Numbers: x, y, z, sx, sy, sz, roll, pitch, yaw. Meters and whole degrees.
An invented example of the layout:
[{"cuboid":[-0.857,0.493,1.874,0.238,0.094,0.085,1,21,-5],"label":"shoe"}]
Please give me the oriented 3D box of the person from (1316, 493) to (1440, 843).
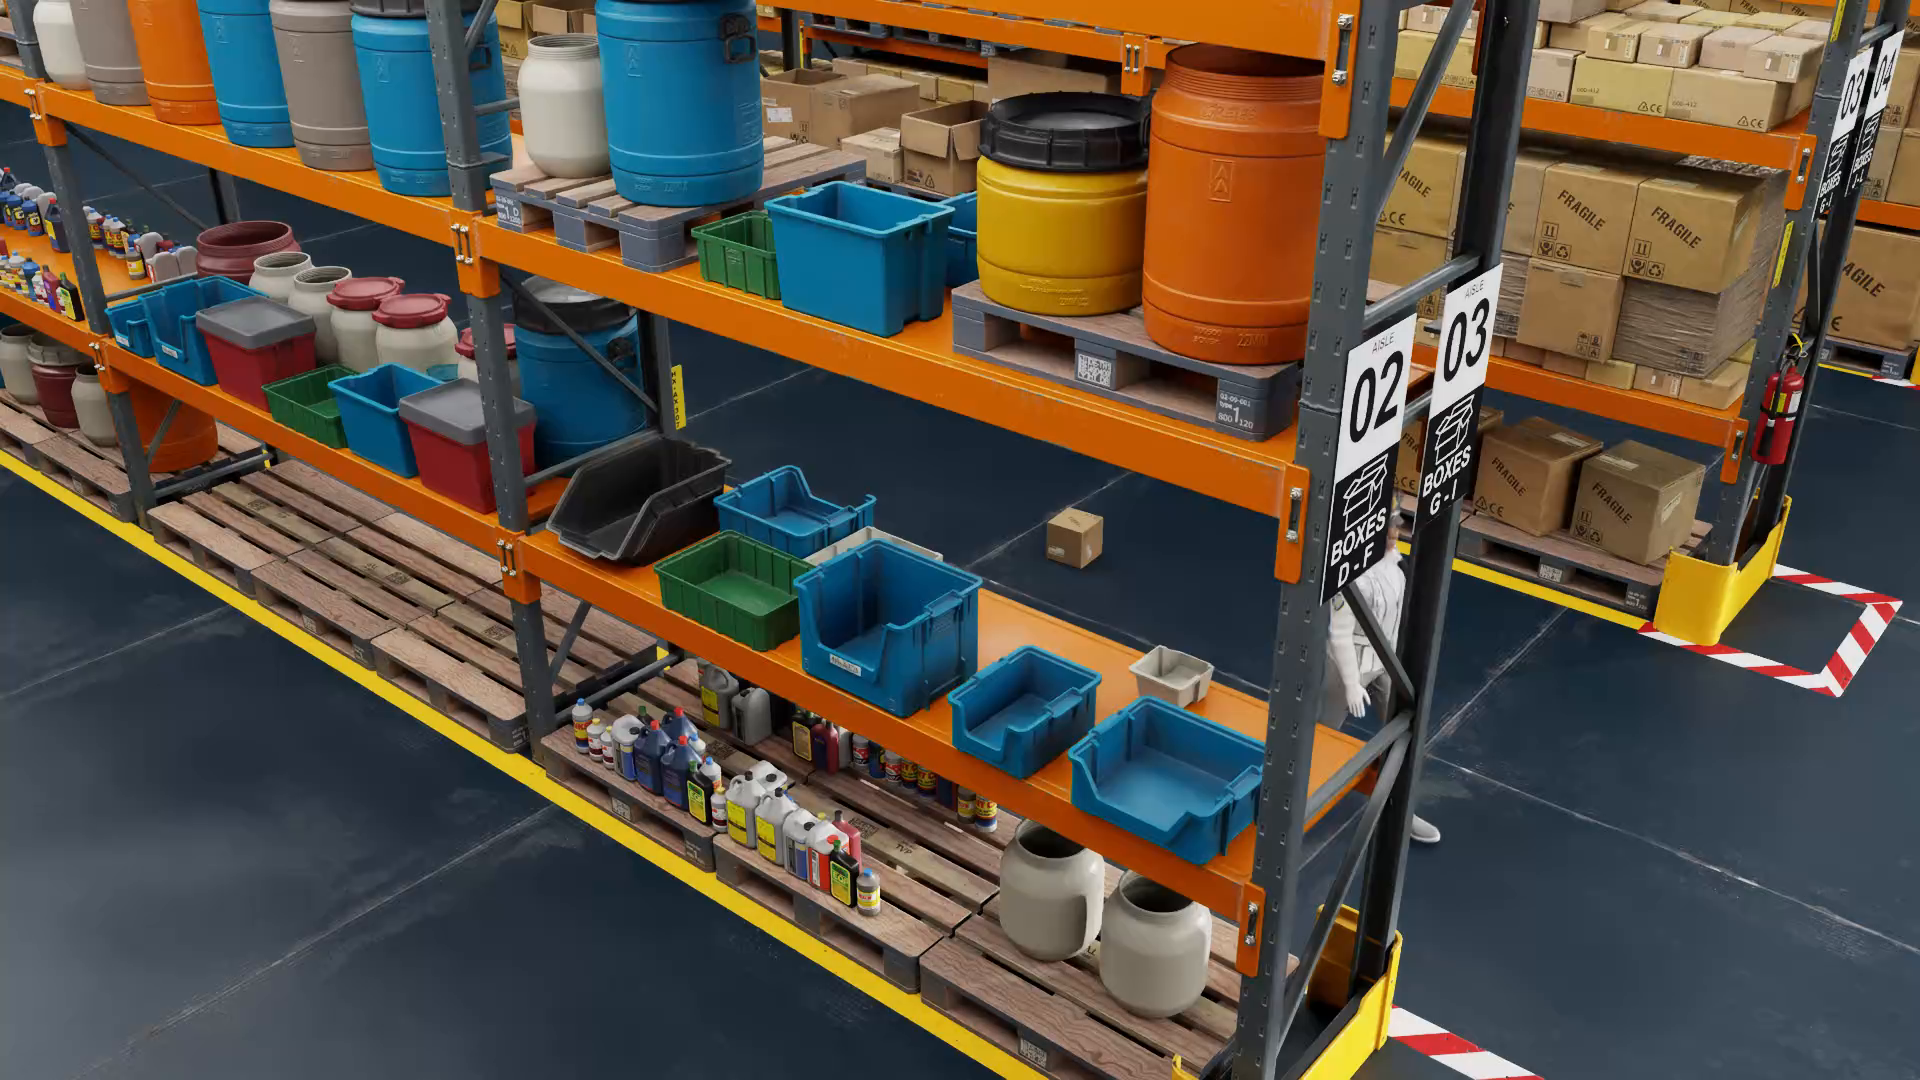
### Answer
[{"cuboid":[1.825,0.531,7.555,0.503,1.642,0.962,-21,34,-34],"label":"person"}]
